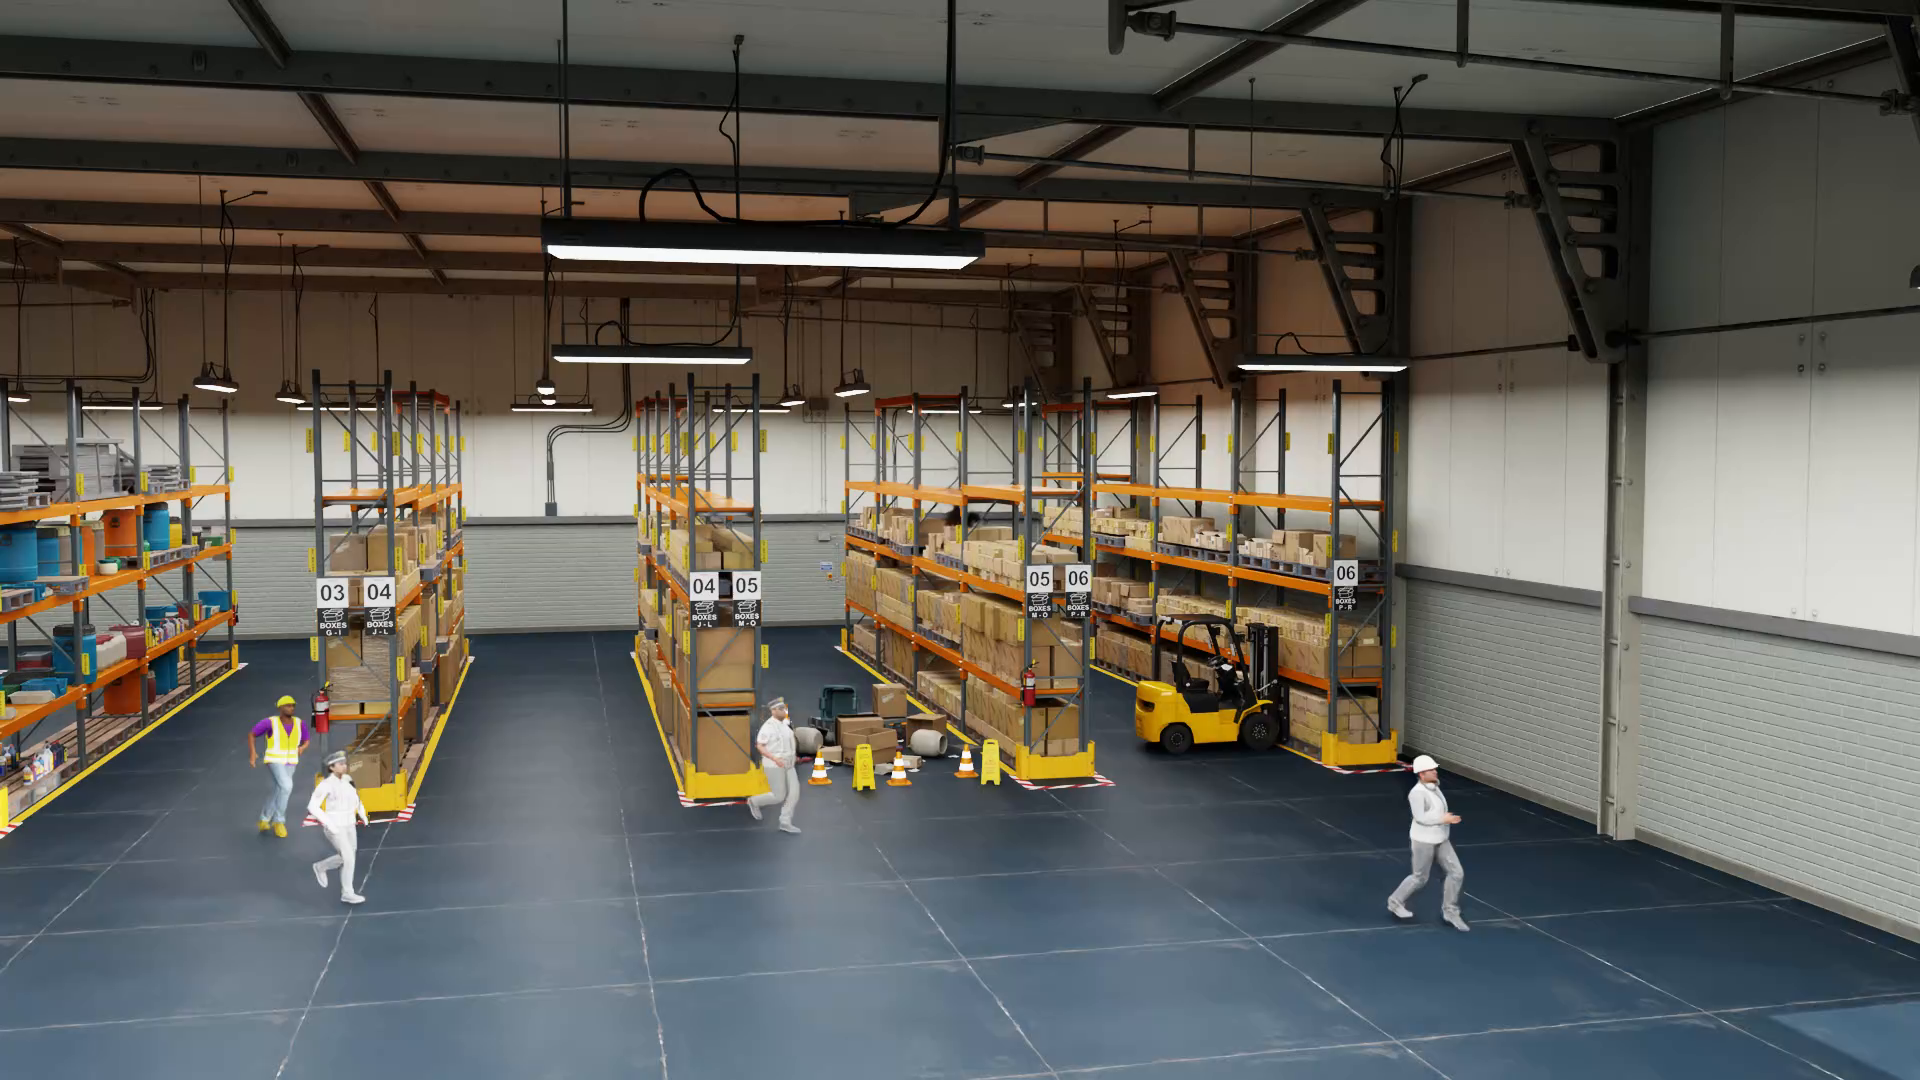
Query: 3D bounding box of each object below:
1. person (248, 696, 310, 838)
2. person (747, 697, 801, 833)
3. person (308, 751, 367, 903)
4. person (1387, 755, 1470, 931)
[{"bbox_3d":[-8.708,2.885,21.413,0.716,1.742,0.712,2,4,37],"label":"person"},{"bbox_3d":[-2.378,2.896,21.517,0.736,1.756,0.668,2,4,29],"label":"person"},{"bbox_3d":[-6.823,3.116,18.183,0.719,1.653,0.655,1,4,21],"label":"person"},{"bbox_3d":[4.882,3.136,17.291,0.822,1.809,0.661,3,4,41],"label":"person"}]
